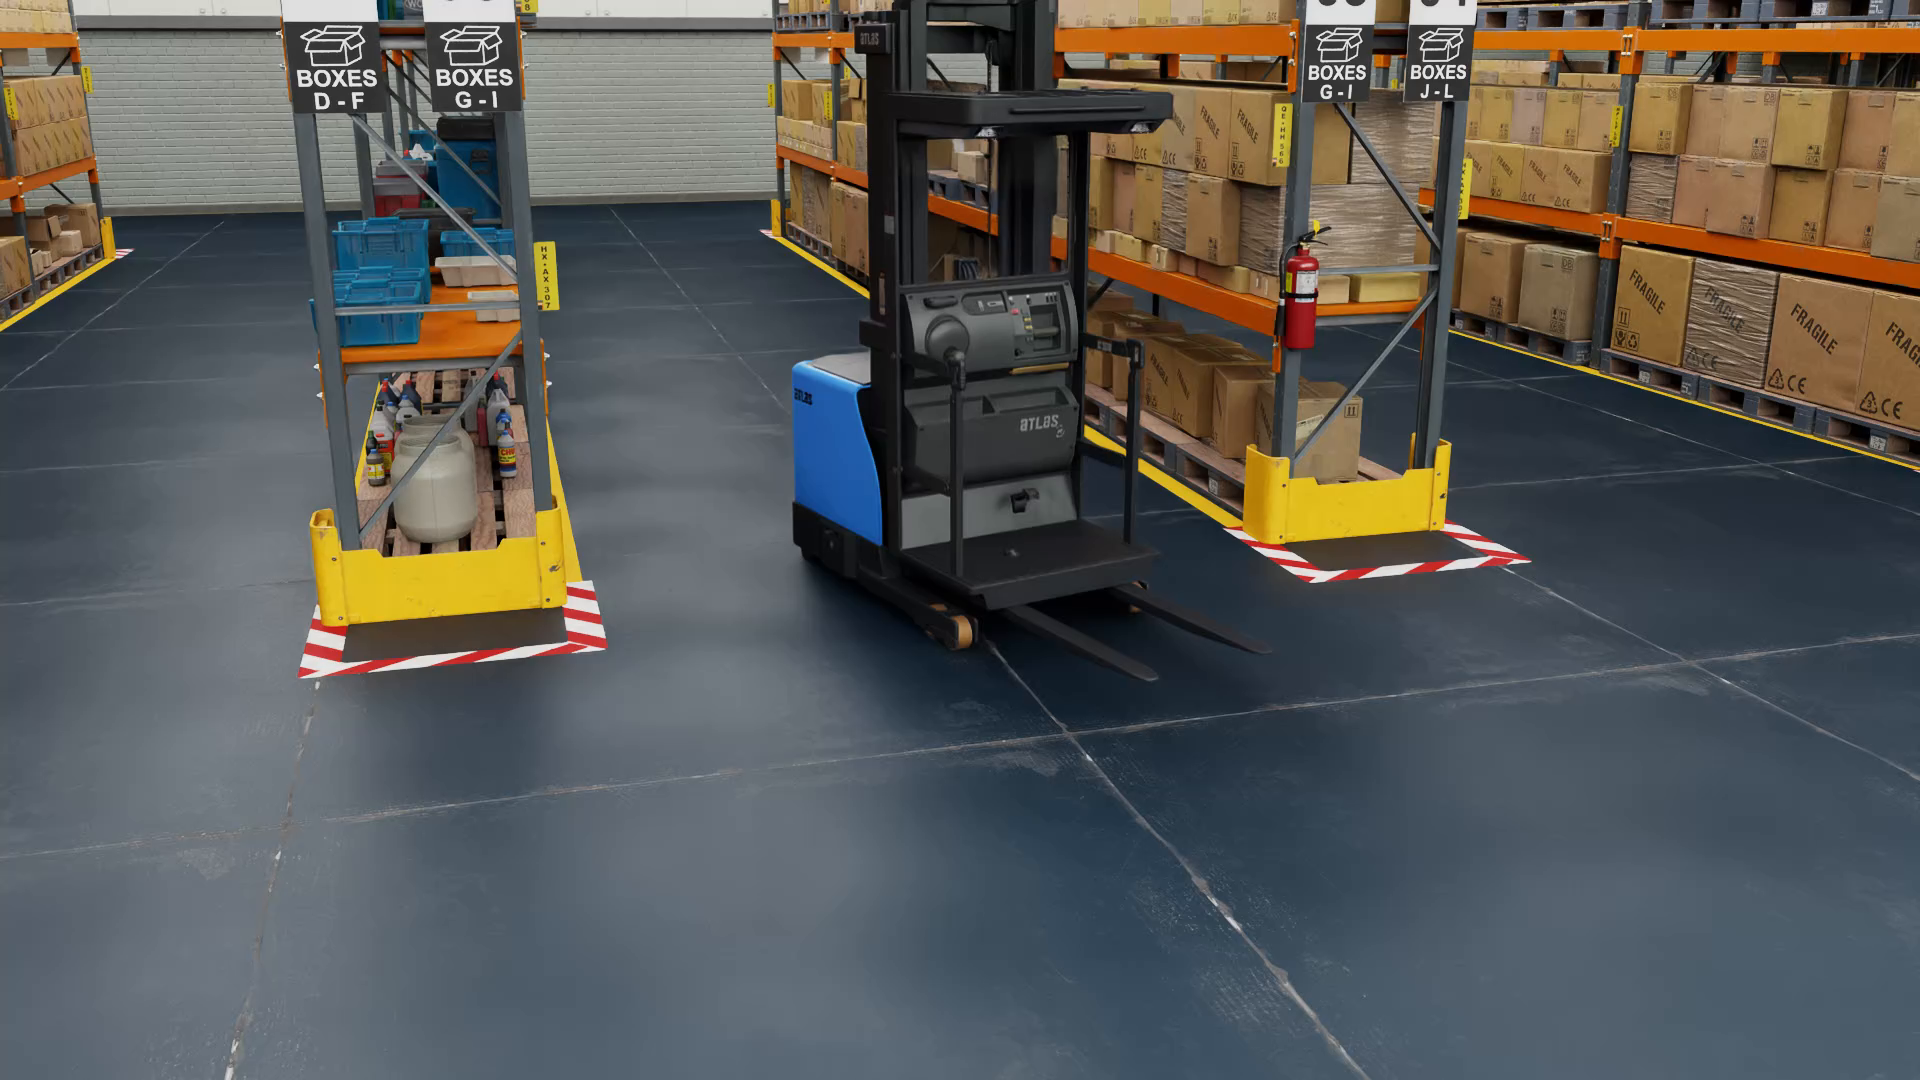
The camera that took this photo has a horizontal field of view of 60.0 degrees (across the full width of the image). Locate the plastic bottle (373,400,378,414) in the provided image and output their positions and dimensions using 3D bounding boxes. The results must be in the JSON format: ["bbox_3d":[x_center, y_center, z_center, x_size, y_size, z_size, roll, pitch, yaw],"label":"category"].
[{"bbox_3d":[-3.731,-0.748,10.685,0.061,0.283,0.133,-4,17,-13],"label":"plastic bottle"}]

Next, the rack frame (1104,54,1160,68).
[{"bbox_3d":[2.650,-6.270,25.113,1.000,3.000,0.127,-5,17,-15],"label":"rack frame"}]

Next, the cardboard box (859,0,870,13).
[{"bbox_3d":[-0.832,-6.084,18.704,0.500,0.311,0.500,-5,18,-17],"label":"cardboard box"}]

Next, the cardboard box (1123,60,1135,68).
[{"bbox_3d":[2.663,-6.655,23.965,0.500,0.500,0.500,-4,17,-14],"label":"cardboard box"}]

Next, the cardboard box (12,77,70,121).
[{"bbox_3d":[-10.999,-5.267,19.859,0.500,0.500,0.500,-4,17,-14],"label":"cardboard box"}]

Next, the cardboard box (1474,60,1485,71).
[{"bbox_3d":[7.718,-6.906,24.190,0.380,0.149,0.250,-5,17,-15],"label":"cardboard box"}]

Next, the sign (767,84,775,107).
[{"bbox_3d":[-2.681,-6.317,23.624,0.100,0.325,0.005,-5,17,-15],"label":"sign"}]

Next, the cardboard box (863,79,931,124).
[{"bbox_3d":[-0.686,-4.961,18.837,0.797,0.503,0.637,-5,17,-15],"label":"cardboard box"}]

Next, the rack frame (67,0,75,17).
[{"bbox_3d":[-11.672,-7.997,20.433,1.000,3.000,0.127,-5,17,-15],"label":"rack frame"}]

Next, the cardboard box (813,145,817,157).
[{"bbox_3d":[-1.658,-4.951,21.158,0.380,0.149,0.250,-4,17,-14],"label":"cardboard box"}]

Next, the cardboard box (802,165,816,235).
[{"bbox_3d":[-1.643,-4.667,22.739,0.875,0.875,0.875,-5,17,-15],"label":"cardboard box"}]

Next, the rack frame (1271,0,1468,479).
[{"bbox_3d":[2.251,-1.480,9.167,1.000,3.000,0.127,-5,17,-15],"label":"rack frame"}]

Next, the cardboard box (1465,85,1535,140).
[{"bbox_3d":[5.246,-4.178,16.234,0.700,0.500,0.500,-5,17,-16],"label":"cardboard box"}]

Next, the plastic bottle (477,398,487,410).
[{"bbox_3d":[-3.107,-0.792,10.832,0.061,0.283,0.133,-5,17,-15],"label":"plastic bottle"}]

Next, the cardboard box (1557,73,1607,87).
[{"bbox_3d":[8.326,-5.966,22.186,0.500,0.500,0.500,-4,17,-15],"label":"cardboard box"}]

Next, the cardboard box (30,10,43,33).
[{"bbox_3d":[-10.879,-5.952,19.098,0.500,0.250,0.500,-5,17,-15],"label":"cardboard box"}]

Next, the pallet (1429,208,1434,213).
[{"bbox_3d":[7.677,-5.139,26.194,1.003,0.211,1.213,-5,17,-15],"label":"pallet"}]

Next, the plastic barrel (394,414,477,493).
[{"bbox_3d":[-2.904,-0.413,9.208,0.421,0.512,0.421,0,17,0],"label":"plastic barrel"}]

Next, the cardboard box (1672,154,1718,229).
[{"bbox_3d":[6.234,-2.771,13.204,0.875,0.550,0.550,-5,17,-15],"label":"cardboard box"}]

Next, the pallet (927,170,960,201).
[{"bbox_3d":[0.351,-3.413,15.933,1.213,0.211,1.003,-5,17,-15],"label":"pallet"}]

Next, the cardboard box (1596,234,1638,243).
[{"bbox_3d":[8.984,-4.352,21.691,0.875,0.875,0.875,-4,17,-14],"label":"cardboard box"}]

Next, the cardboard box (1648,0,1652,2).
[{"bbox_3d":[8.647,-6.624,20.578,0.396,0.266,0.258,-3,17,-11],"label":"cardboard box"}]

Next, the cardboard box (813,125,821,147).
[{"bbox_3d":[-1.565,-5.115,21.009,0.500,0.250,0.500,-4,17,-14],"label":"cardboard box"}]

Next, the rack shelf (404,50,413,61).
[{"bbox_3d":[-6.359,-6.053,20.427,1.077,0.370,4.000,-5,17,-15],"label":"rack shelf"}]

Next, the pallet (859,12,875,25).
[{"bbox_3d":[-0.486,-5.522,17.737,1.003,0.211,1.213,-4,17,-13],"label":"pallet"}]

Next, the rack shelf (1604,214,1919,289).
[{"bbox_3d":[6.498,-2.053,12.324,1.077,0.370,4.000,-5,17,-15],"label":"rack shelf"}]

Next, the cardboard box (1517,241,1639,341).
[{"bbox_3d":[5.691,-2.239,14.874,1.050,0.750,0.750,-5,17,-16],"label":"cardboard box"}]

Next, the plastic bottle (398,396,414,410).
[{"bbox_3d":[-3.632,-0.813,10.921,0.097,0.271,0.097,0,17,0],"label":"plastic bottle"}]

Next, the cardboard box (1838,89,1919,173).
[{"bbox_3d":[6.720,-2.850,11.588,0.875,0.550,0.550,-5,17,-15],"label":"cardboard box"}]

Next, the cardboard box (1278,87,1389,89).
[{"bbox_3d":[2.231,-2.462,10.006,0.500,0.500,0.500,-5,17,-15],"label":"cardboard box"}]

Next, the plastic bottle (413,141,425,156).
[{"bbox_3d":[-6.013,-4.250,18.474,0.144,0.351,0.185,-5,17,-15],"label":"plastic bottle"}]

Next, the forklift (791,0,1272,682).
[{"bbox_3d":[0.271,-1.040,7.820,1.130,2.935,3.031,-10,19,-30],"label":"forklift"}]

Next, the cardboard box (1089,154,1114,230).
[{"bbox_3d":[1.319,-2.507,11.893,0.875,0.500,0.500,-5,17,-15],"label":"cardboard box"}]

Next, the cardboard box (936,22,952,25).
[{"bbox_3d":[0.077,-4.766,15.151,0.500,0.250,0.500,-4,17,-14],"label":"cardboard box"}]

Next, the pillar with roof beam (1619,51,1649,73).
[{"bbox_3d":[8.140,-10.433,28.542,9.100,9.000,0.400,-5,17,-15],"label":"pillar with roof beam"}]

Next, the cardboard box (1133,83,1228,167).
[{"bbox_3d":[1.455,-2.698,10.790,0.500,0.500,0.500,-5,17,-15],"label":"cardboard box"}]

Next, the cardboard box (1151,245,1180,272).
[{"bbox_3d":[1.461,-1.829,10.765,0.380,0.149,0.250,-5,17,-15],"label":"cardboard box"}]

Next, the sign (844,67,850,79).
[{"bbox_3d":[-1.621,-6.613,23.830,0.100,0.325,0.005,-5,17,-15],"label":"sign"}]

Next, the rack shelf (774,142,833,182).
[{"bbox_3d":[-1.597,-5.008,22.162,1.077,0.370,4.000,-5,17,-15],"label":"rack shelf"}]

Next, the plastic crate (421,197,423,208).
[{"bbox_3d":[-4.213,-2.468,12.483,0.392,0.384,0.575,-5,17,-15],"label":"plastic crate"}]

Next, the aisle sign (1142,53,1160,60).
[{"bbox_3d":[2.919,-7.559,24.885,0.394,0.787,0.004,-5,17,-15],"label":"aisle sign"}]

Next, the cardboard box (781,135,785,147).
[{"bbox_3d":[-2.294,-5.591,23.287,0.380,0.149,0.250,-5,17,-16],"label":"cardboard box"}]

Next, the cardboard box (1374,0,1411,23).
[{"bbox_3d":[2.367,-2.999,9.268,0.500,0.250,0.500,-4,17,-14],"label":"cardboard box"}]

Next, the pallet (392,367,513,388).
[{"bbox_3d":[-4.203,-1.412,13.786,1.003,0.211,1.213,-5,17,-15],"label":"pallet"}]

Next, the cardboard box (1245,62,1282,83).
[{"bbox_3d":[3.860,-5.977,21.708,0.500,0.500,0.500,-4,17,-14],"label":"cardboard box"}]

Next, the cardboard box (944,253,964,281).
[{"bbox_3d":[0.256,-2.523,16.218,0.700,0.500,0.500,-6,18,-18],"label":"cardboard box"}]

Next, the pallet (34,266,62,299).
[{"bbox_3d":[-10.761,-2.872,18.647,1.003,0.211,1.213,-5,17,-15],"label":"pallet"}]

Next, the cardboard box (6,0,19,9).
[{"bbox_3d":[-10.607,-5.914,18.104,0.500,0.250,0.500,-5,17,-15],"label":"cardboard box"}]

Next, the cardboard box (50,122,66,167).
[{"bbox_3d":[-10.871,-4.648,19.539,0.500,0.500,0.500,-5,17,-16],"label":"cardboard box"}]

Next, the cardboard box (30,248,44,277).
[{"bbox_3d":[-10.480,-3.074,18.380,0.500,0.311,0.500,-5,17,-15],"label":"cardboard box"}]
